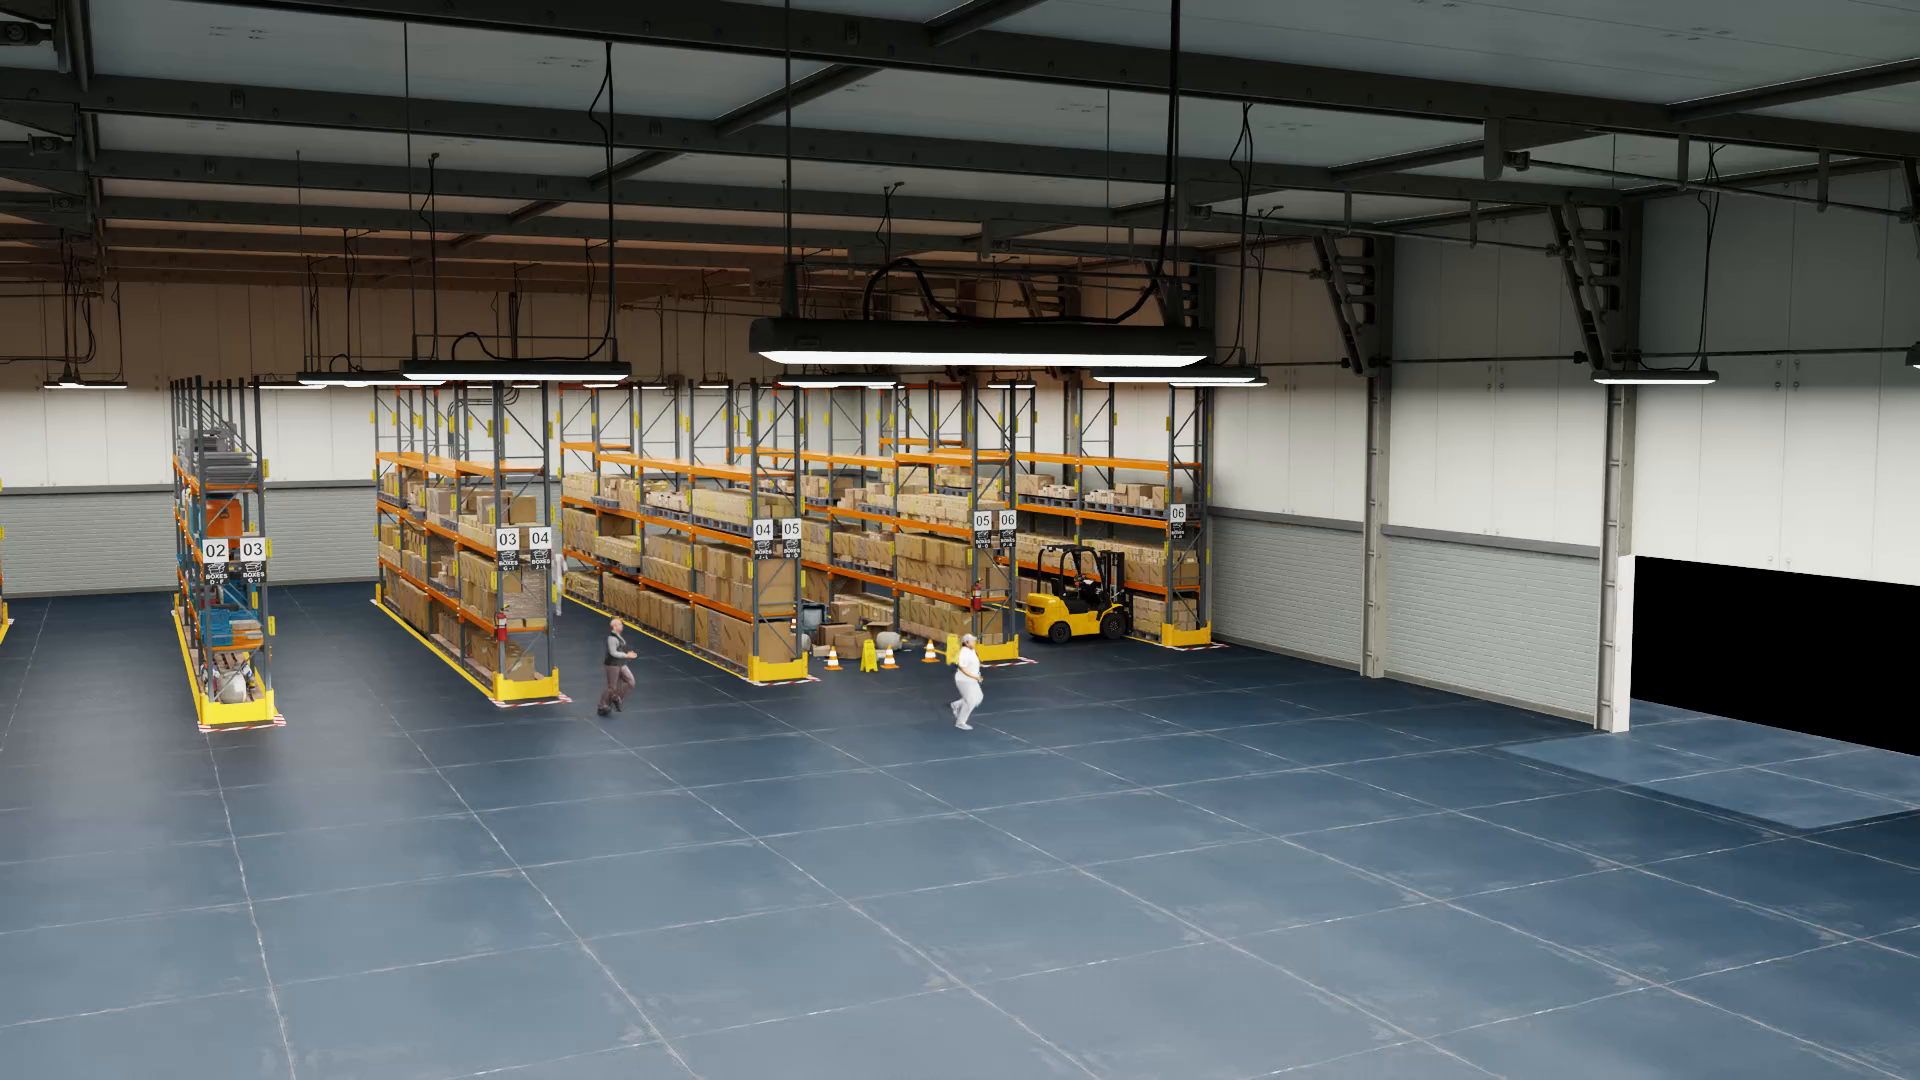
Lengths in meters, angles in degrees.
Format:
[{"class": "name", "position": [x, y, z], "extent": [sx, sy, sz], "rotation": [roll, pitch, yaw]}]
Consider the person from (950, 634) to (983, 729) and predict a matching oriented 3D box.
[{"class": "person", "position": [0.122, 2.404, 28.347], "extent": [0.620, 1.630, 0.620], "rotation": [1, 5, 16]}]

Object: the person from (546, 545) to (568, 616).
[{"class": "person", "position": [-10.465, 1.057, 42.879], "extent": [0.729, 1.771, 0.974], "rotation": [-2, 5, -21]}]

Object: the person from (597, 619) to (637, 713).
[{"class": "person", "position": [-6.079, 2.285, 29.527], "extent": [0.768, 1.627, 0.625], "rotation": [1, 5, 10]}]
